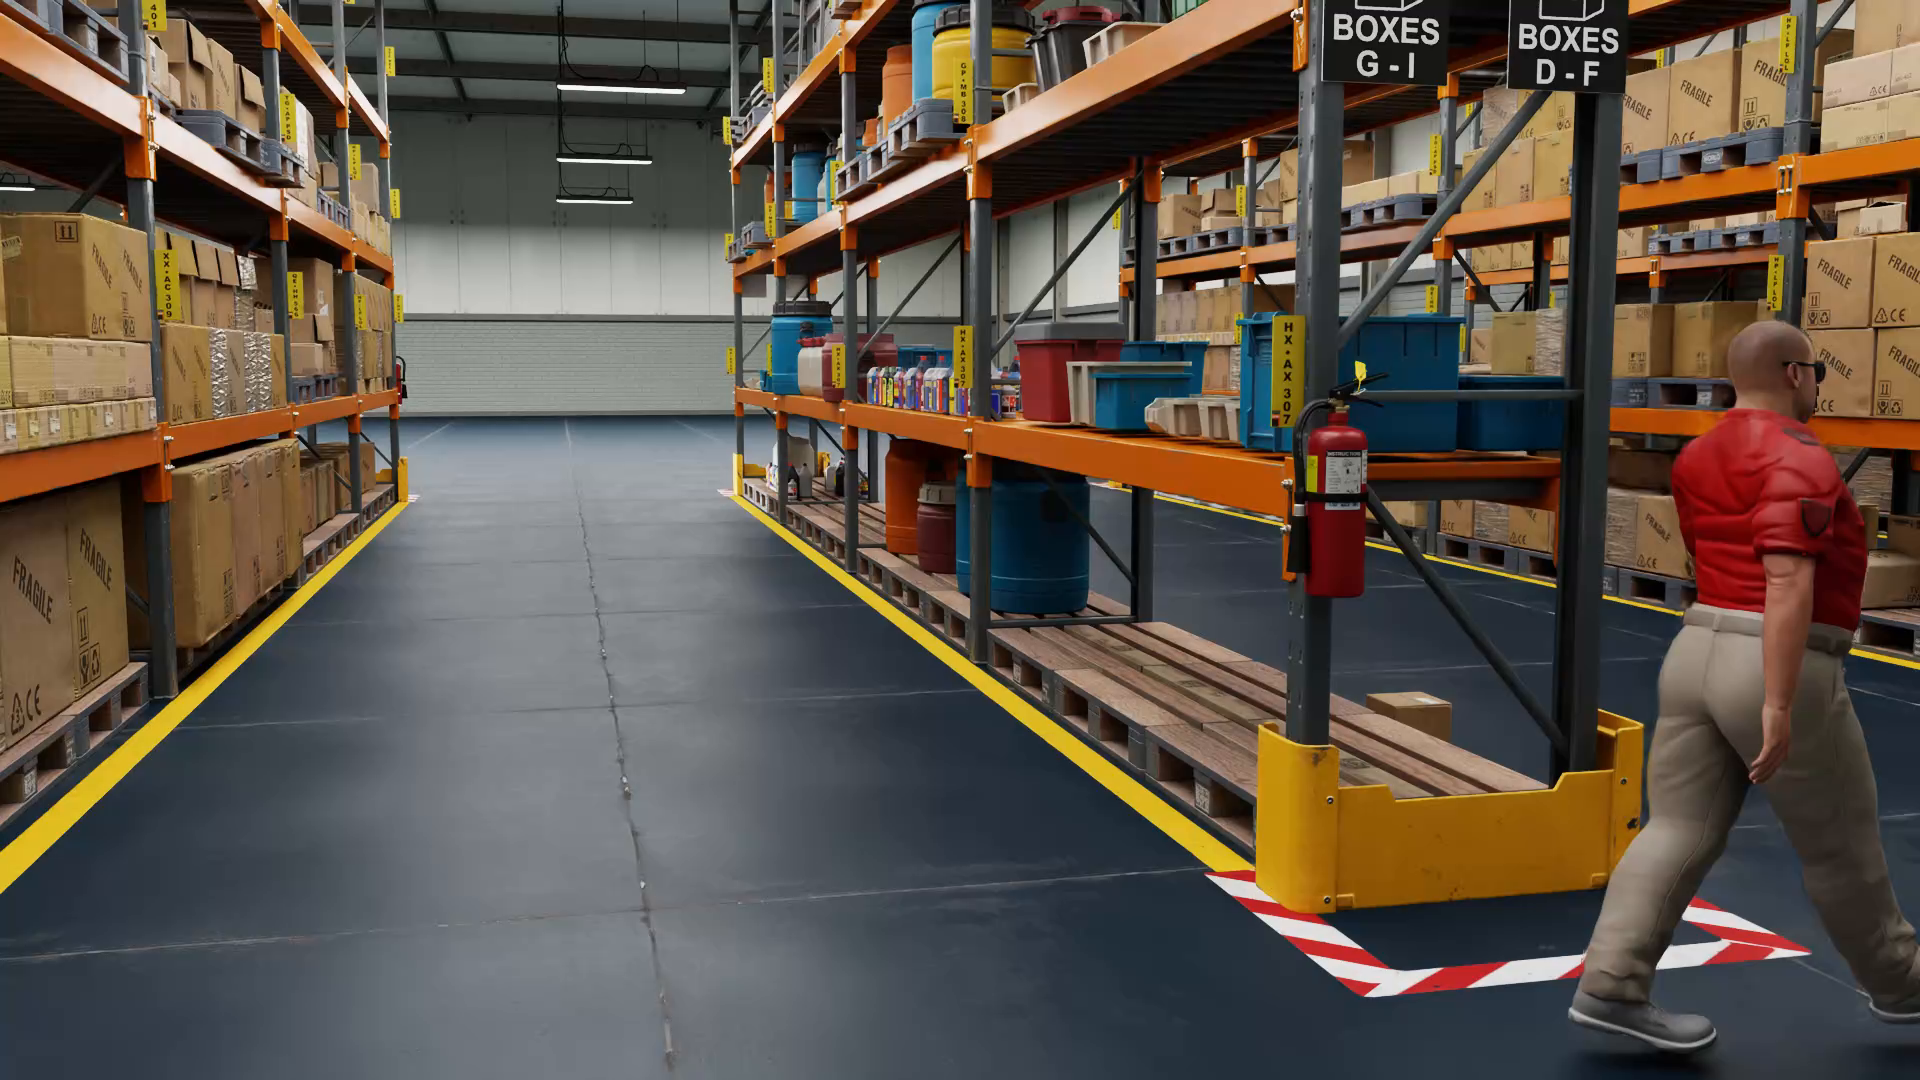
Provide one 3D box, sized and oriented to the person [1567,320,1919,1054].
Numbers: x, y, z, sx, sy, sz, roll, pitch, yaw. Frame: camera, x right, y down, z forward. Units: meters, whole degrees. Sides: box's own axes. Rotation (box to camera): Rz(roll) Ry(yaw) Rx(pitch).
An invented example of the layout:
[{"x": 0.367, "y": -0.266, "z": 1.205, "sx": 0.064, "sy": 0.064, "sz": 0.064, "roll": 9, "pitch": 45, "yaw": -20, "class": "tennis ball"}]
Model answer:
[{"x": 1.945, "y": 0.330, "z": 3.880, "sx": 1.035, "sy": 1.673, "sz": 0.565, "roll": -2, "pitch": 6, "yaw": -15, "class": "person"}]
